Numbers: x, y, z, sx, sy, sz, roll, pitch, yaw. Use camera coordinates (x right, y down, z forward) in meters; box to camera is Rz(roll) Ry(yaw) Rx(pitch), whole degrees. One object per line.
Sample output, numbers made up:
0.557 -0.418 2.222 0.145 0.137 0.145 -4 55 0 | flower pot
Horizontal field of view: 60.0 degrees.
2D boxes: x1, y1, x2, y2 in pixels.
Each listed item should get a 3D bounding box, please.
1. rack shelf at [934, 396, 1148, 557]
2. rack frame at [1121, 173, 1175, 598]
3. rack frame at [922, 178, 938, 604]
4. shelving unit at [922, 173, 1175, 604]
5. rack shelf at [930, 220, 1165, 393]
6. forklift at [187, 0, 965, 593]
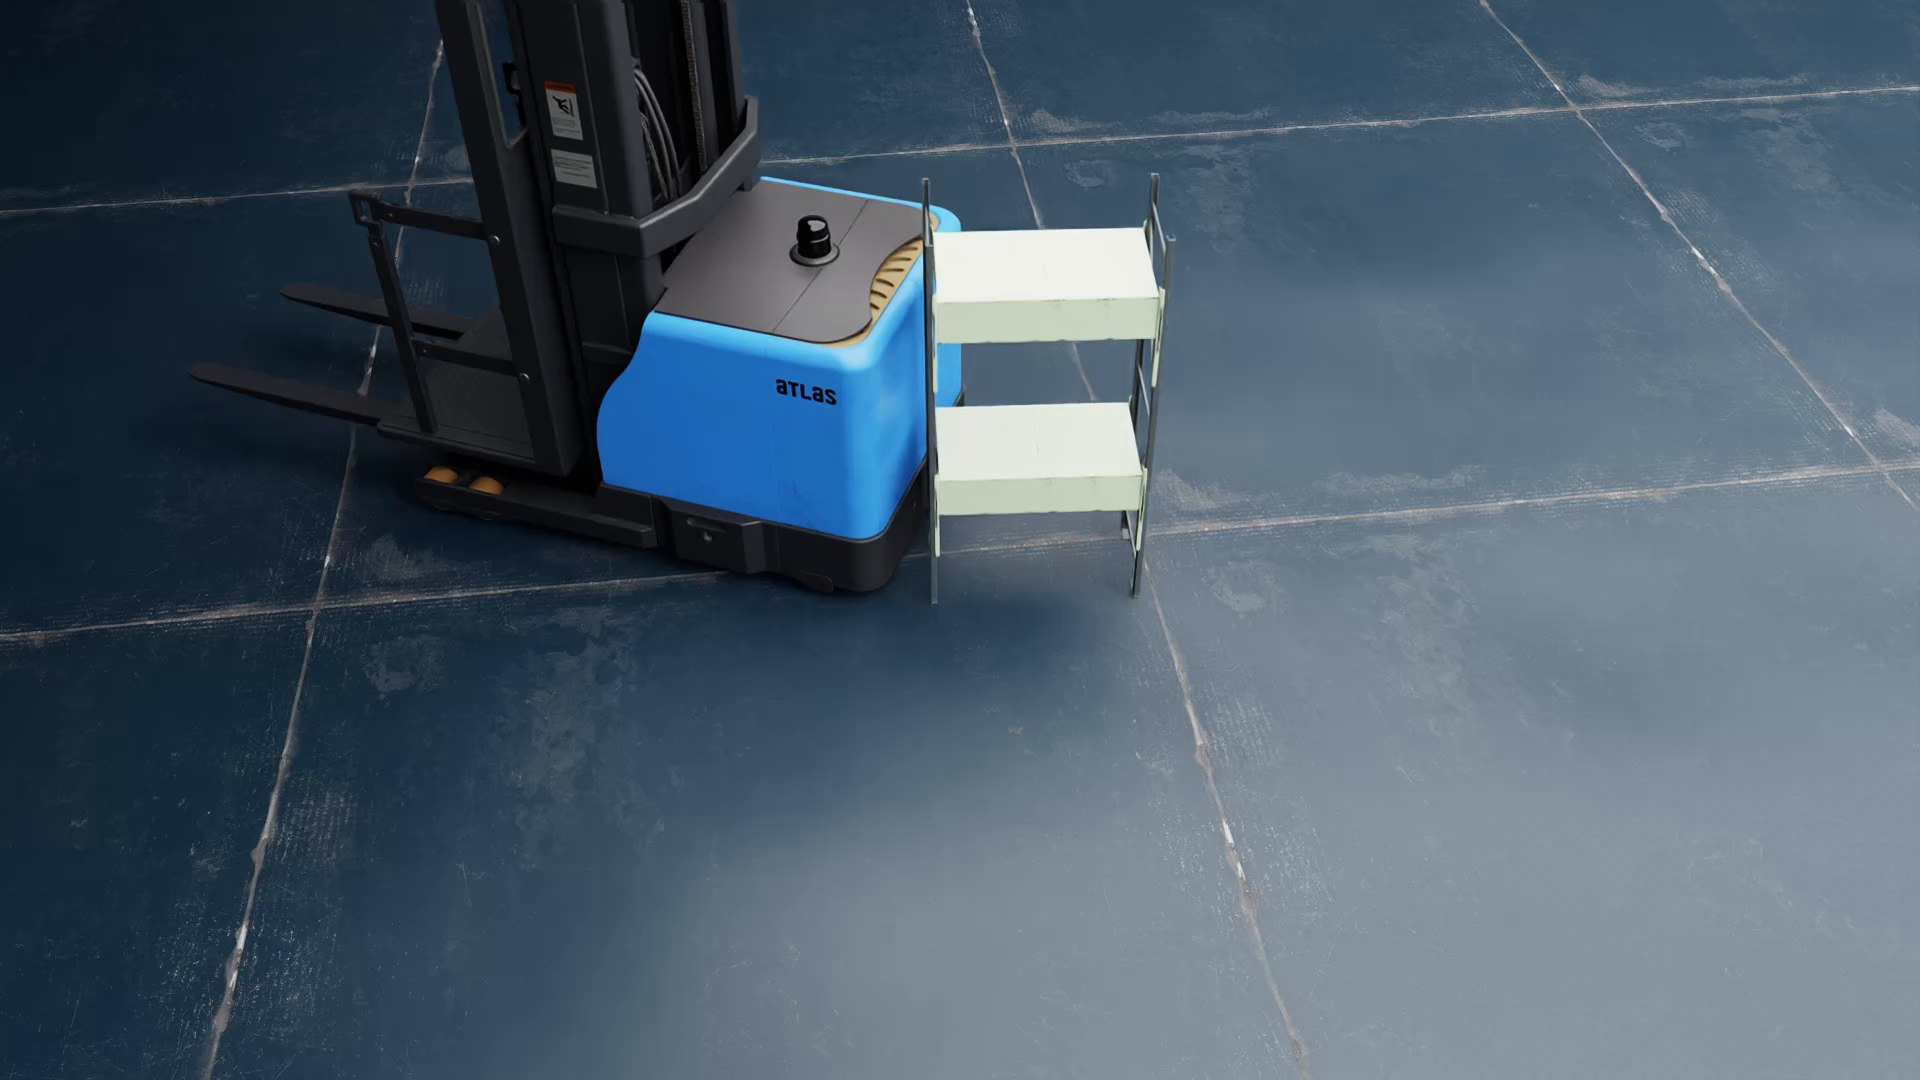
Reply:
0.264 -0.227 5.869 0.720 0.370 0.431 -2 42 -2 | rack shelf
0.630 -0.480 5.663 0.023 1.500 0.400 -2 42 -2 | rack frame
-0.101 -0.459 5.639 0.023 1.500 0.400 -2 42 -2 | rack frame
0.264 -0.470 5.651 0.755 1.500 0.431 -2 42 -2 | shelving unit
0.264 -0.759 5.389 0.720 0.370 0.431 -2 42 -2 | rack shelf
-1.556 -1.484 5.707 3.031 2.935 1.130 13 44 14 | forklift
